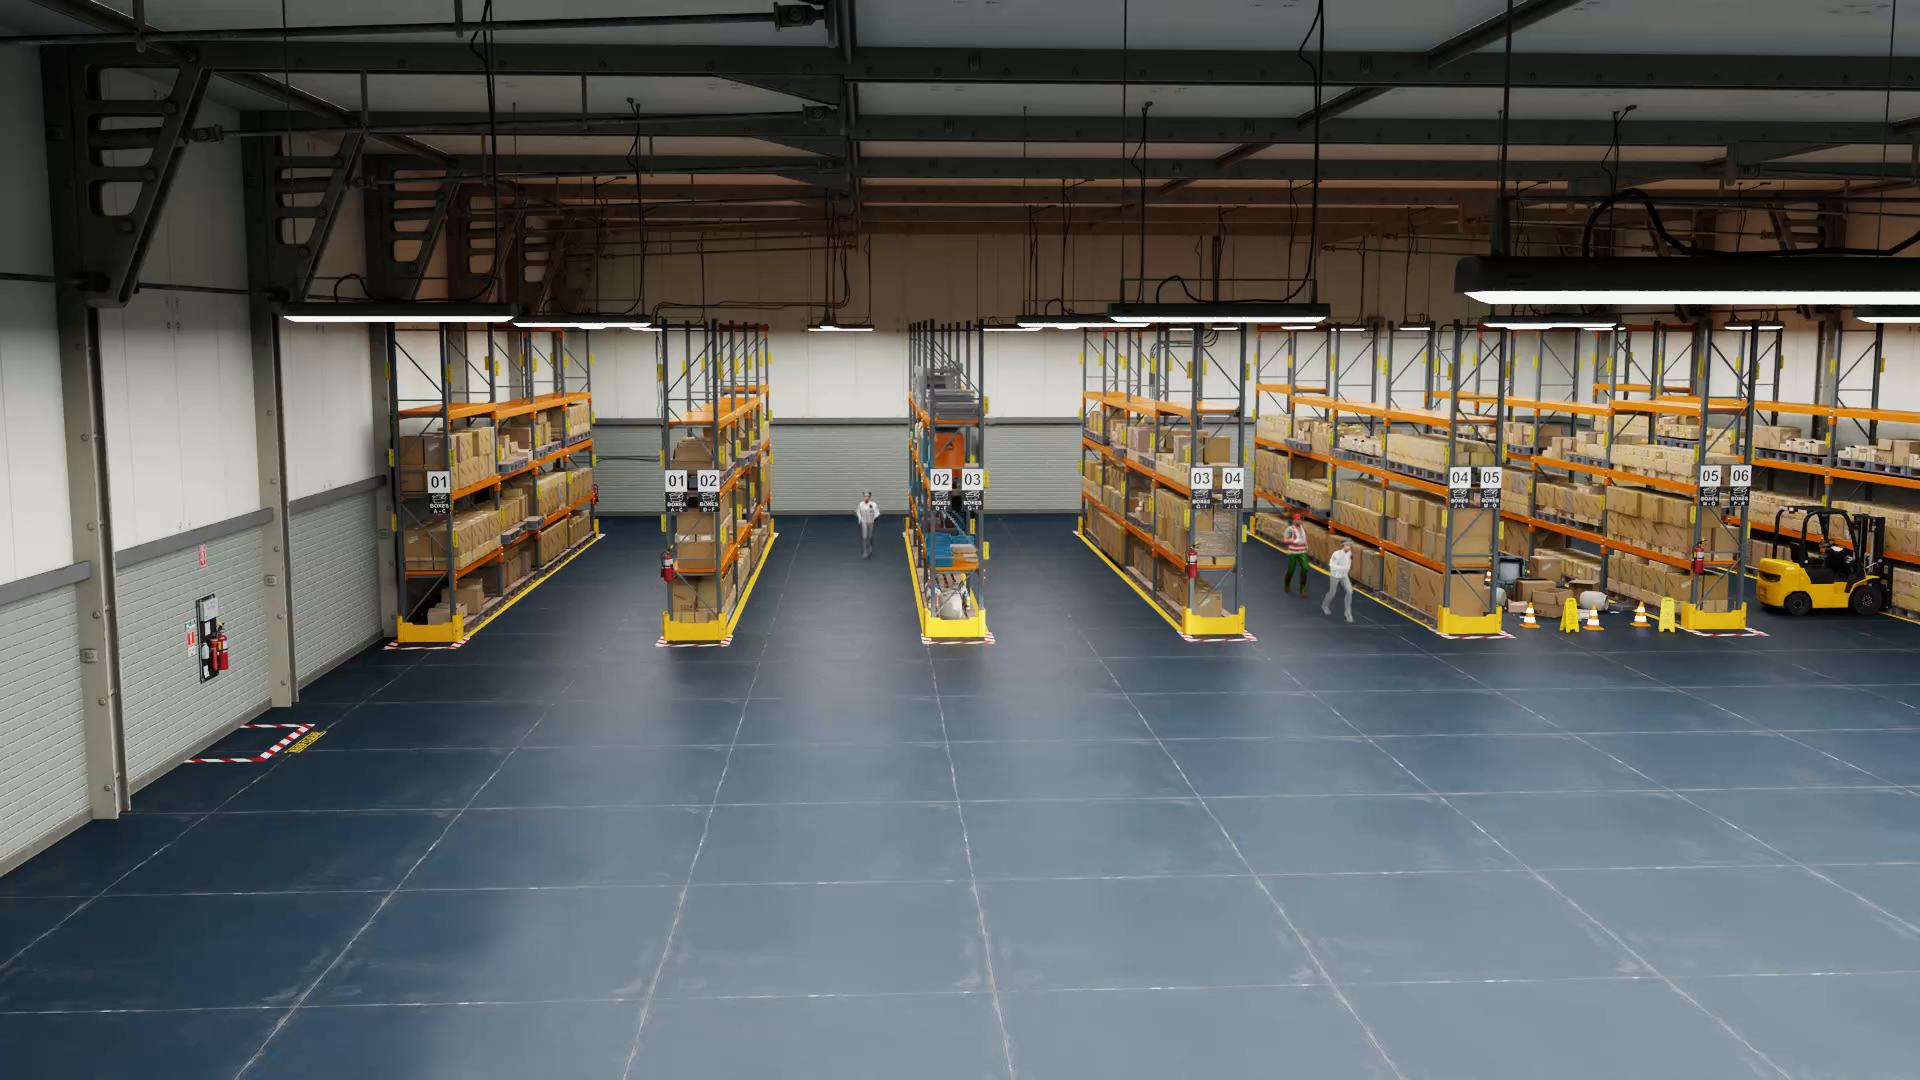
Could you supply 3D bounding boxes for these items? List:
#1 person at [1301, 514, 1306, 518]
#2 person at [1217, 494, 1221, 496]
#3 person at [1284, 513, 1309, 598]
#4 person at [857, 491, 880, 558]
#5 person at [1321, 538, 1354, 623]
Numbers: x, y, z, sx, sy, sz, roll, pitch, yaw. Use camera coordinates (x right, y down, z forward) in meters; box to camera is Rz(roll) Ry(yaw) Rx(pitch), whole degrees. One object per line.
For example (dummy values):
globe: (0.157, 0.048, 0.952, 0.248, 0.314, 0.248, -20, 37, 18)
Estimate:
person: (10.081, -1.067, 48.534, 0.639, 1.654, 0.740, -6, 9, -41)
person: (7.181, -1.008, 47.283, 0.759, 1.734, 0.935, 3, 8, 23)
person: (7.384, 0.326, 36.515, 0.681, 1.852, 0.780, -2, 7, -16)
person: (-2.362, -0.423, 42.885, 0.608, 1.705, 0.833, 1, 7, 4)
person: (7.613, 0.775, 33.506, 0.612, 1.695, 0.985, -3, 8, -20)
